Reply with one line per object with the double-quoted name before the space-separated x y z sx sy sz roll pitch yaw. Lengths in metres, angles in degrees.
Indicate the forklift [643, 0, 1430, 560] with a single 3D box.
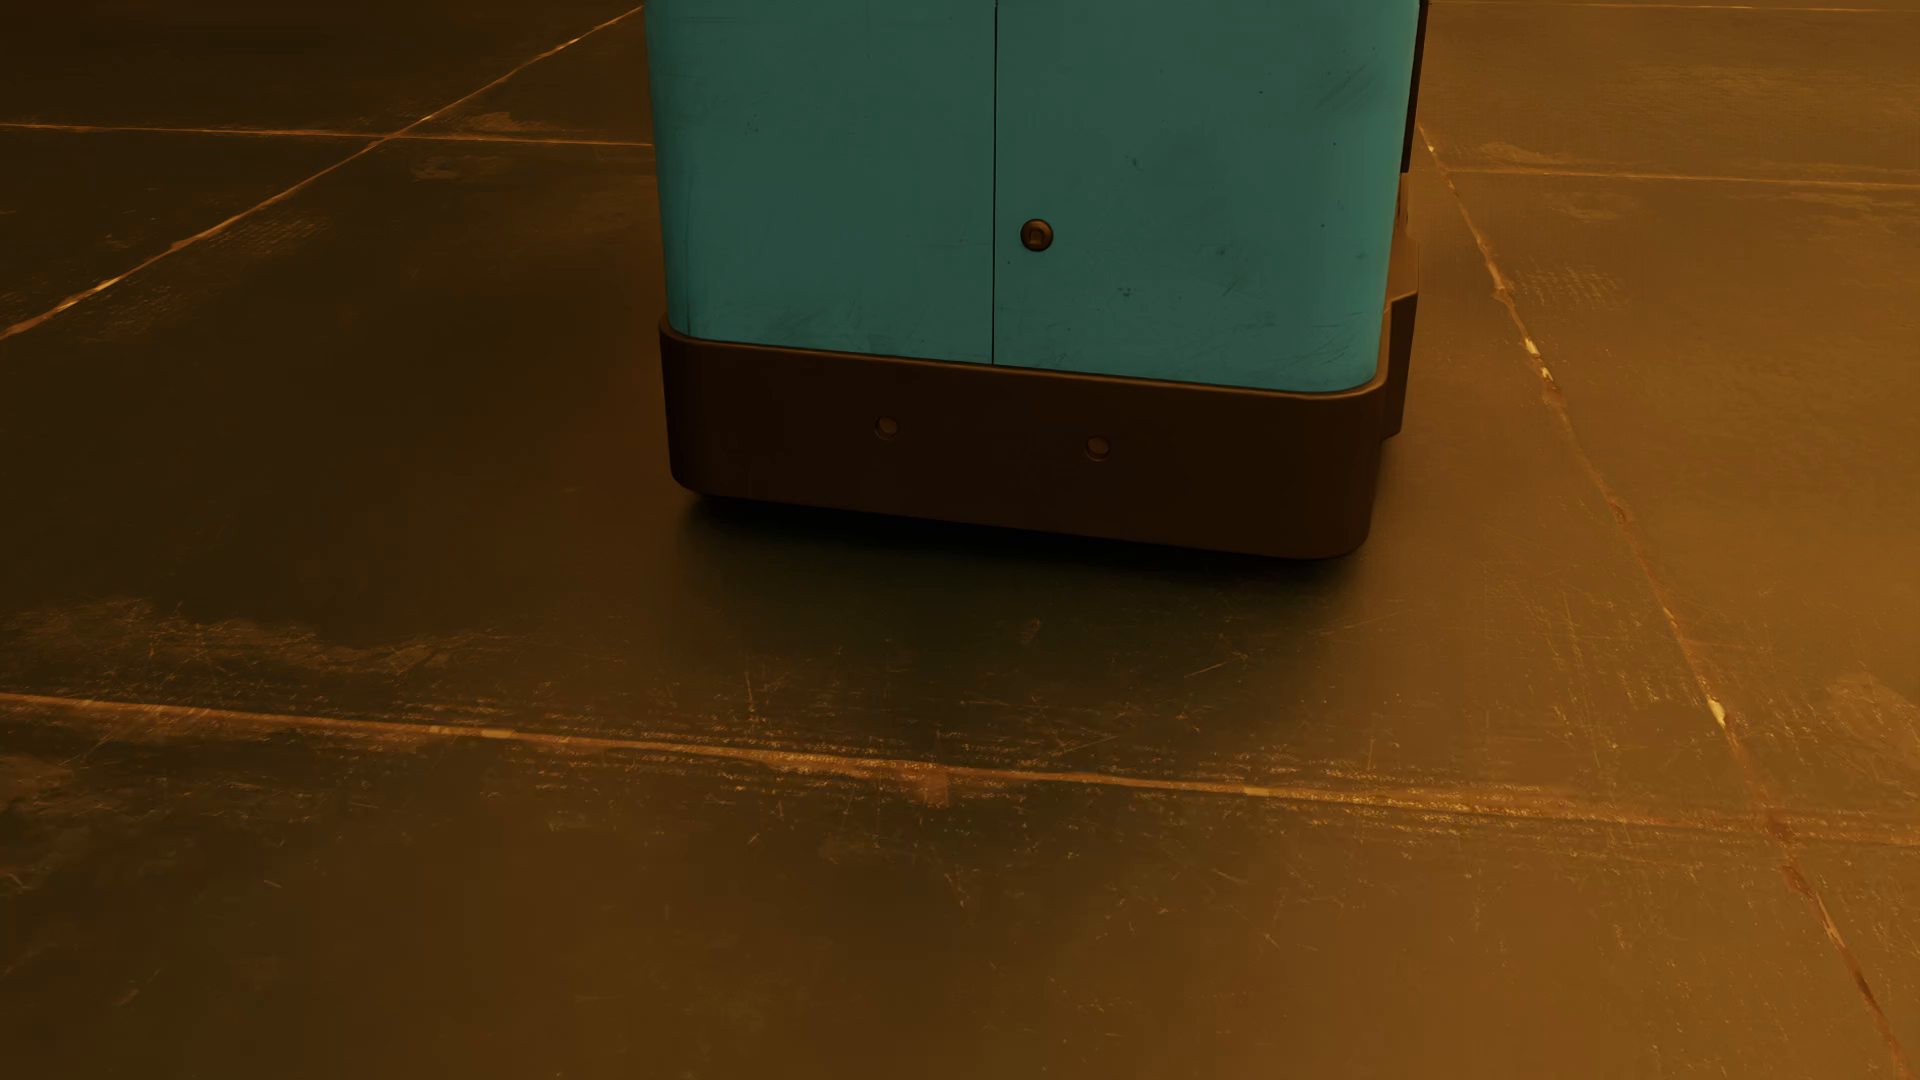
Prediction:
"forklift" 0.413 -1.922 3.069 1.130 2.935 3.031 6 27 13
